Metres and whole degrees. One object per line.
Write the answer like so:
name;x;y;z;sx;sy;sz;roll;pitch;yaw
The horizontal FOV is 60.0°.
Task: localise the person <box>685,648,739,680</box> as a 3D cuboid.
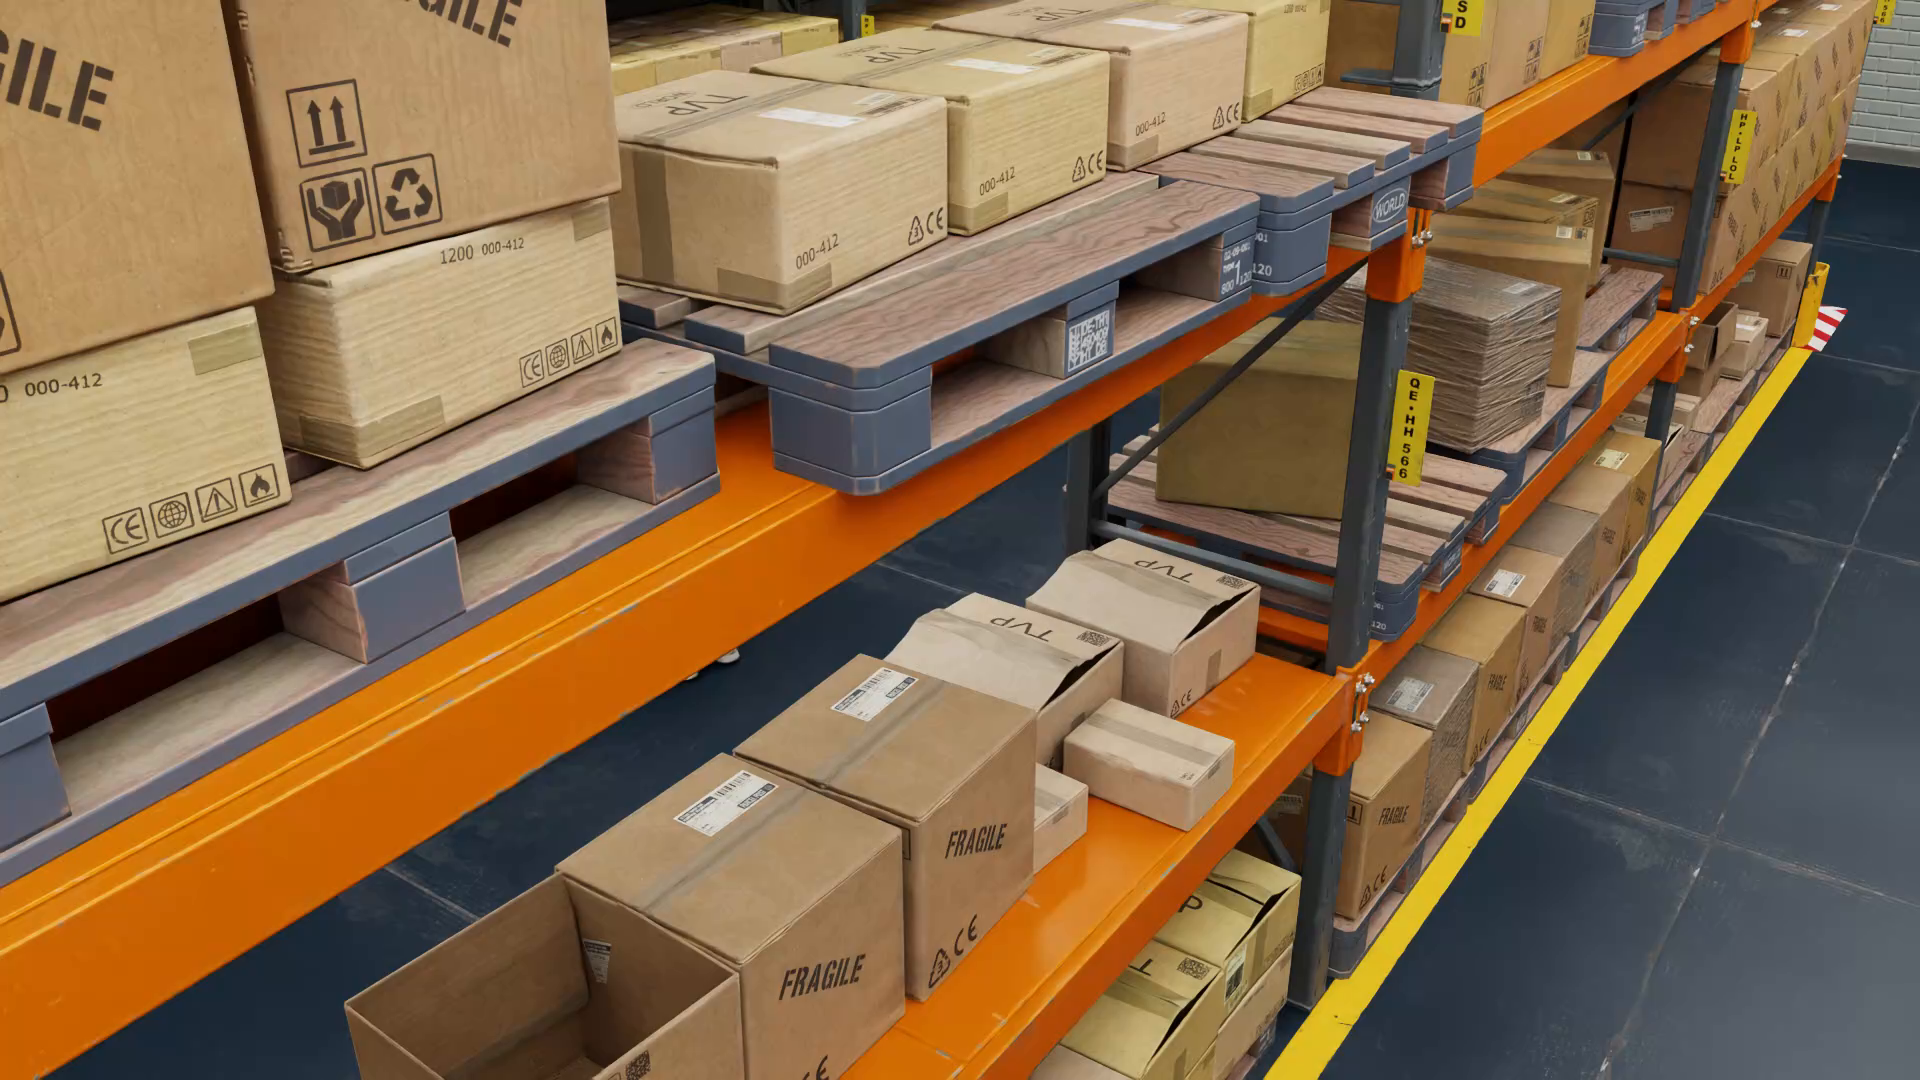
person;-1.380;-0.016;7.337;0.926;1.177;0.571;16;31;28
